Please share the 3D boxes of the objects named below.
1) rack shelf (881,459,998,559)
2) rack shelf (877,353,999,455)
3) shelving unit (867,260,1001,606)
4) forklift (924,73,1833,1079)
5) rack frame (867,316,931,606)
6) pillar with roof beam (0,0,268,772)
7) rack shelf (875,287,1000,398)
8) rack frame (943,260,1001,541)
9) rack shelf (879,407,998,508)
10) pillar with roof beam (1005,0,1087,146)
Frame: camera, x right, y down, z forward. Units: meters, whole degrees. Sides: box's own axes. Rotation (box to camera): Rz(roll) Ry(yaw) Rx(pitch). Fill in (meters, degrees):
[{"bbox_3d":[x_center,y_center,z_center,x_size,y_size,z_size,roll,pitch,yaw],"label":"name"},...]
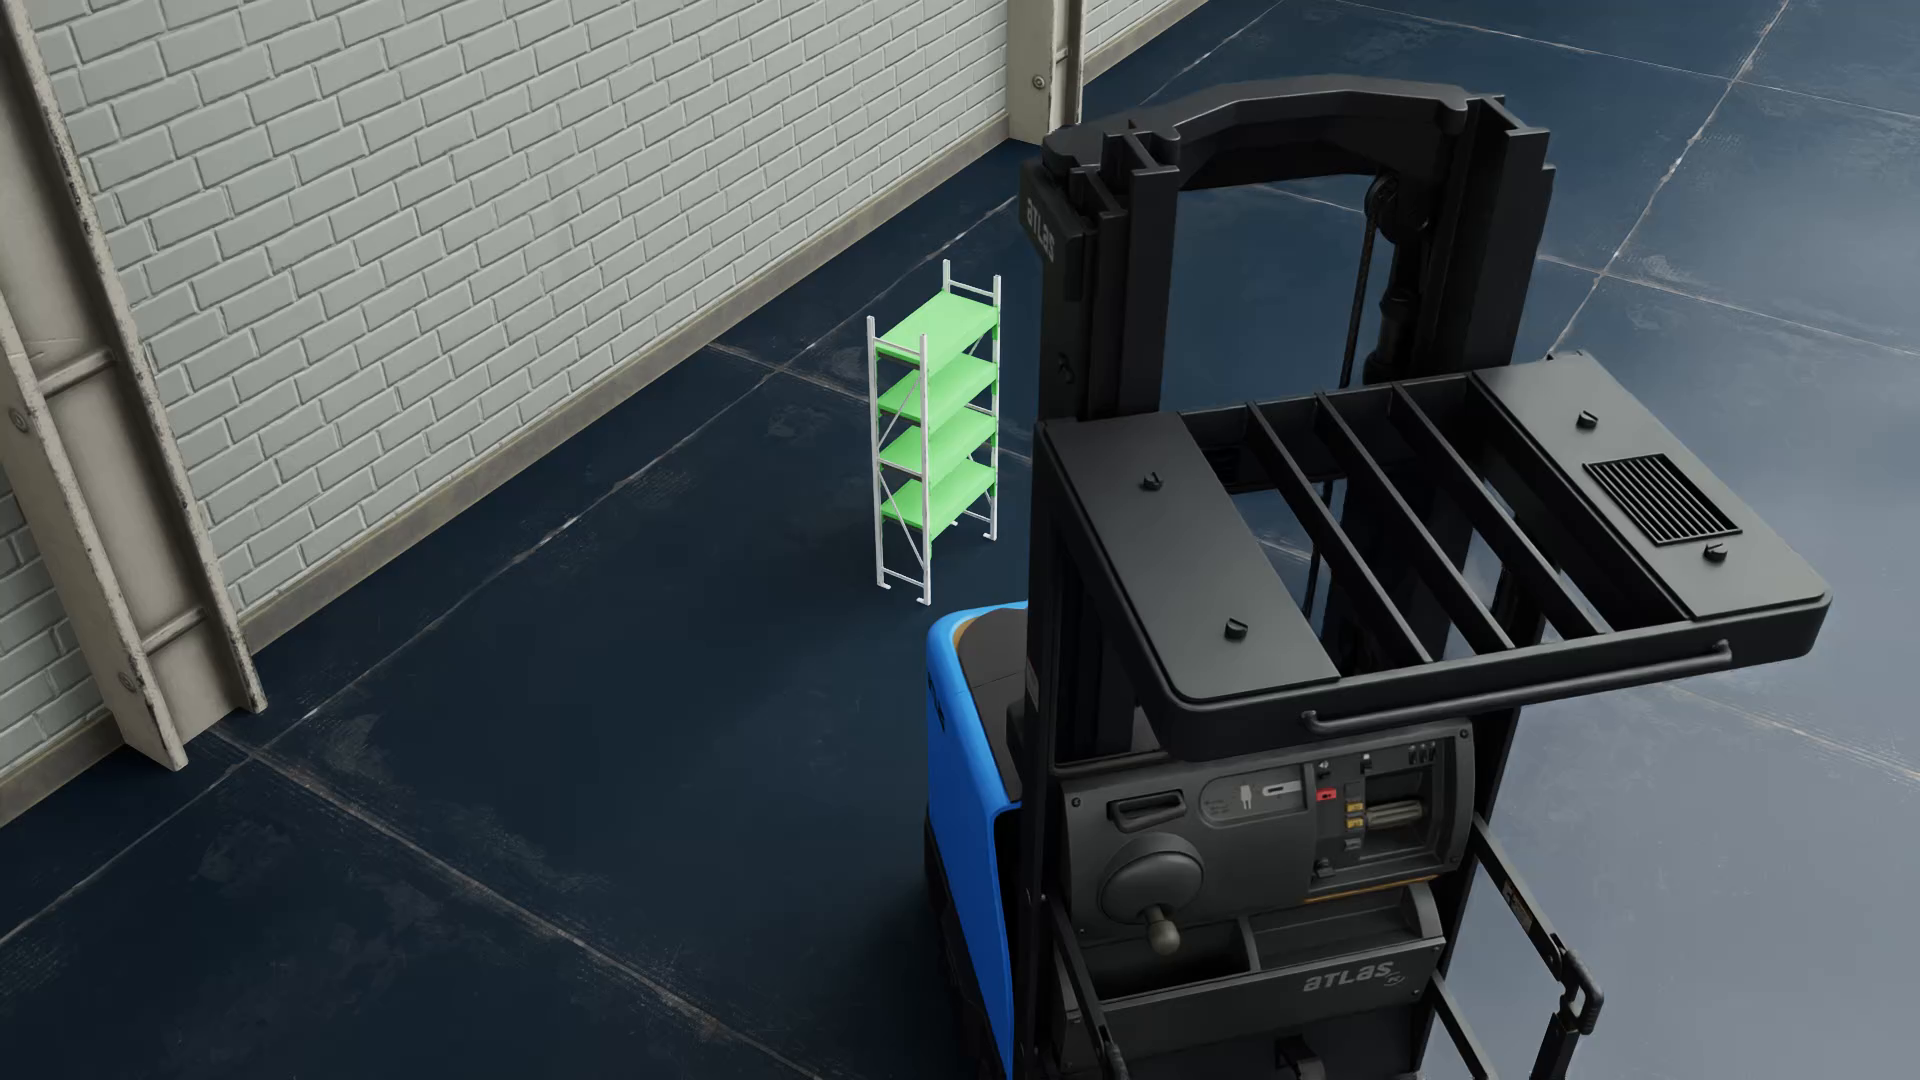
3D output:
[{"bbox_3d":[-0.089,-0.149,6.459,0.258,0.148,0.480,21,42,25],"label":"rack shelf"},{"bbox_3d":[-0.089,-0.529,6.165,0.258,0.148,0.480,21,42,25],"label":"rack shelf"},{"bbox_3d":[-0.089,-0.390,6.273,0.258,1.200,0.503,21,42,25],"label":"shelving unit"},{"bbox_3d":[0.728,0.709,3.430,1.130,2.935,3.031,-8,38,-11],"label":"forklift"},{"bbox_3d":[-0.219,-0.264,6.110,0.240,1.200,0.015,21,42,25],"label":"rack frame"},{"bbox_3d":[0.915,-1.510,1.338,9.100,9.000,0.400,21,42,25],"label":"pillar with roof beam"},{"bbox_3d":[-0.089,-0.719,6.019,0.258,0.148,0.480,21,42,25],"label":"rack shelf"},{"bbox_3d":[0.042,-0.516,6.436,0.240,1.200,0.015,21,42,25],"label":"rack frame"},{"bbox_3d":[-0.089,-0.339,6.312,0.258,0.148,0.480,21,42,25],"label":"rack shelf"},{"bbox_3d":[4.130,-4.603,5.351,9.100,9.000,0.400,21,42,25],"label":"pillar with roof beam"}]
